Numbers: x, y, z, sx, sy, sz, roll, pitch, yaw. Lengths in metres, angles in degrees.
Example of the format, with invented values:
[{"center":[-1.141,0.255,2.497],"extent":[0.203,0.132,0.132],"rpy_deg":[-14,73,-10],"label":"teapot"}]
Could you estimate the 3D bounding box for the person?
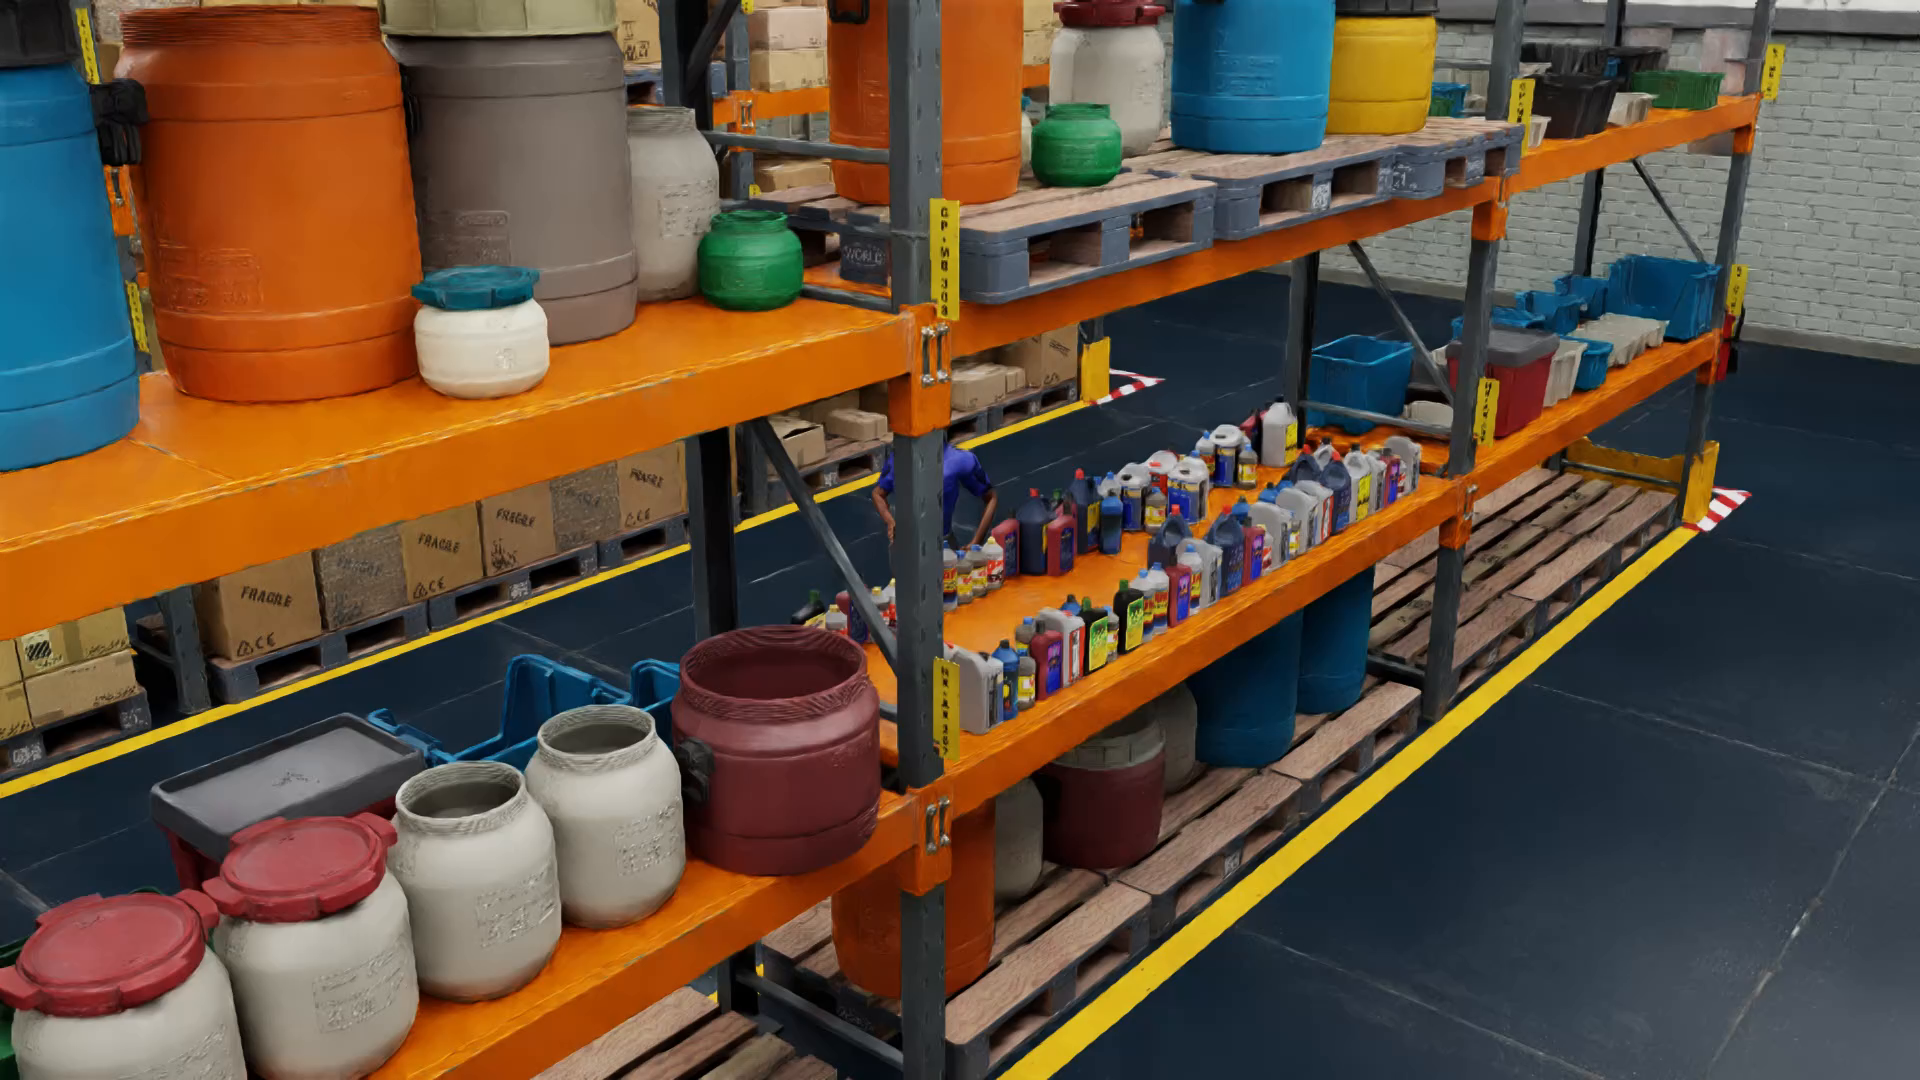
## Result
[{"center":[-0.199,0.119,8.248],"extent":[0.624,1.650,0.718],"rpy_deg":[8,22,20],"label":"person"}]
